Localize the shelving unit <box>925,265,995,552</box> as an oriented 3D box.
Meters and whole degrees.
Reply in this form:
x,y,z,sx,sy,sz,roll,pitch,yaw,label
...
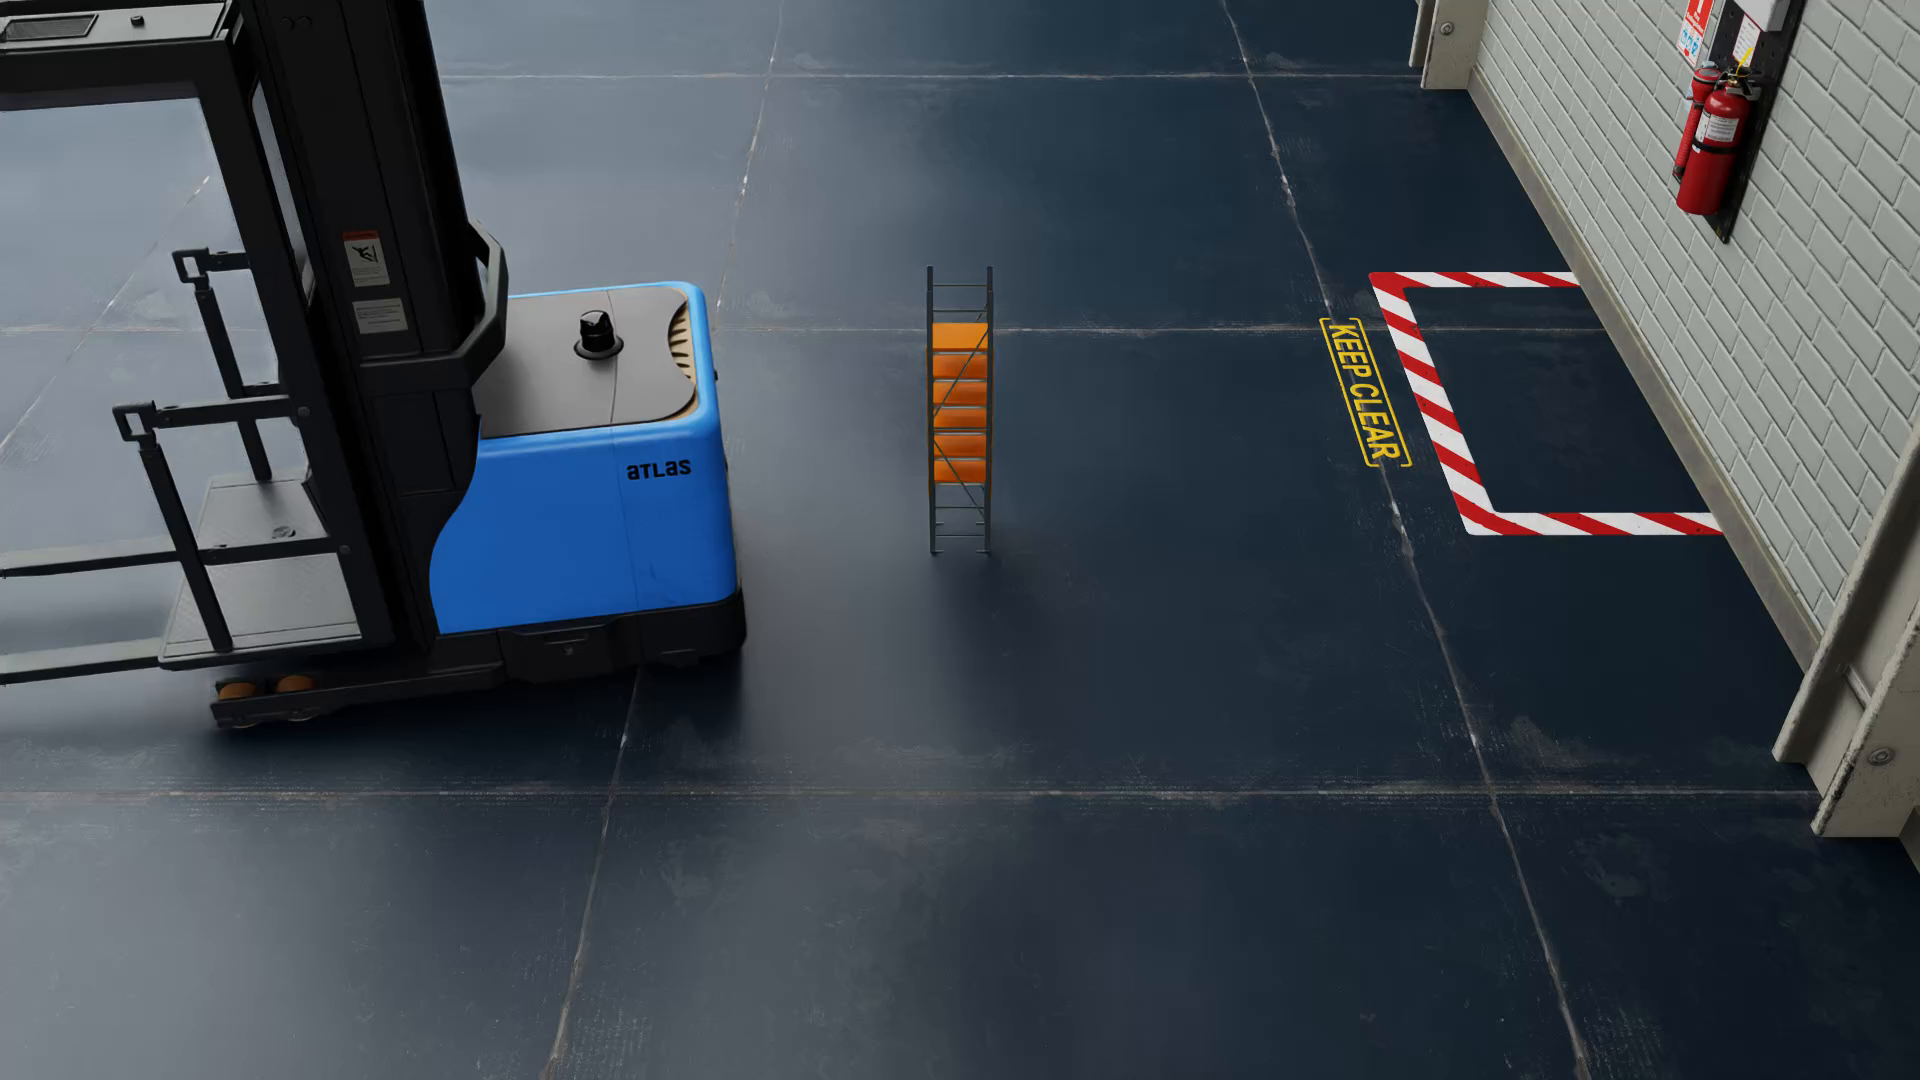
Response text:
x,y,z,sx,sy,sz,roll,pitch,yaw,label
0.000,-0.477,6.386,0.258,1.200,0.189,0,39,0,shelving unit

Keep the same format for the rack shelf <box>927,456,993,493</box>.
x,y,z,sx,sy,sz,roll,pitch,yaw,label
0.000,-0.255,6.564,0.258,0.103,0.180,0,39,0,rack shelf

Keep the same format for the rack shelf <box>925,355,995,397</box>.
x,y,z,sx,sy,sz,roll,pitch,yaw,label
0.000,-0.630,6.264,0.258,0.103,0.180,0,39,0,rack shelf

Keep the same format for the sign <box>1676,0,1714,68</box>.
x,y,z,sx,sy,sz,roll,pitch,yaw,label
3.136,-2.215,7.087,0.001,0.329,0.234,0,39,0,sign

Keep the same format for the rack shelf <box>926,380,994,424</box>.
x,y,z,sx,sy,sz,roll,pitch,yaw,label
0.000,-0.536,6.339,0.258,0.103,0.180,0,39,0,rack shelf

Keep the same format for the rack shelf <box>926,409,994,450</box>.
x,y,z,sx,sy,sz,roll,pitch,yaw,label
0.000,-0.443,6.414,0.258,0.103,0.180,0,39,0,rack shelf

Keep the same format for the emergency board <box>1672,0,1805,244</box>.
x,y,z,sx,sy,sz,roll,pitch,yaw,label
3.034,-1.855,6.667,0.194,1.169,0.643,0,39,0,emergency board

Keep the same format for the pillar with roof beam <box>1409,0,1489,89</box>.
x,y,z,sx,sy,sz,roll,pitch,yaw,label
-1.314,-6.400,7.540,9.100,9.000,0.400,0,39,0,pillar with roof beam

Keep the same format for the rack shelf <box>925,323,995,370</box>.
x,y,z,sx,sy,sz,roll,pitch,yaw,label
0.000,-0.724,6.189,0.258,0.103,0.180,0,39,0,rack shelf

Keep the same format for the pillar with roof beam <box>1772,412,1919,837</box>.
x,y,z,sx,sy,sz,roll,pitch,yaw,label
-1.307,-2.648,2.858,9.100,9.000,0.400,0,39,0,pillar with roof beam

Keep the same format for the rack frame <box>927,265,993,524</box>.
x,y,z,sx,sy,sz,roll,pitch,yaw,label
0.000,-0.534,6.457,0.240,1.200,0.006,0,39,0,rack frame

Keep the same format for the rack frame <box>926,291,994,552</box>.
x,y,z,sx,sy,sz,roll,pitch,yaw,label
0.000,-0.420,6.315,0.240,1.200,0.006,0,39,0,rack frame

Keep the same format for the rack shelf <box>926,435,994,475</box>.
x,y,z,sx,sy,sz,roll,pitch,yaw,label
0.000,-0.349,6.489,0.258,0.103,0.180,0,39,0,rack shelf

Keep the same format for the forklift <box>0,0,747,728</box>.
x,y,z,sx,sy,sz,roll,pitch,yaw,label
-2.362,-0.833,5.446,3.031,2.935,1.130,-6,39,-8,forklift
